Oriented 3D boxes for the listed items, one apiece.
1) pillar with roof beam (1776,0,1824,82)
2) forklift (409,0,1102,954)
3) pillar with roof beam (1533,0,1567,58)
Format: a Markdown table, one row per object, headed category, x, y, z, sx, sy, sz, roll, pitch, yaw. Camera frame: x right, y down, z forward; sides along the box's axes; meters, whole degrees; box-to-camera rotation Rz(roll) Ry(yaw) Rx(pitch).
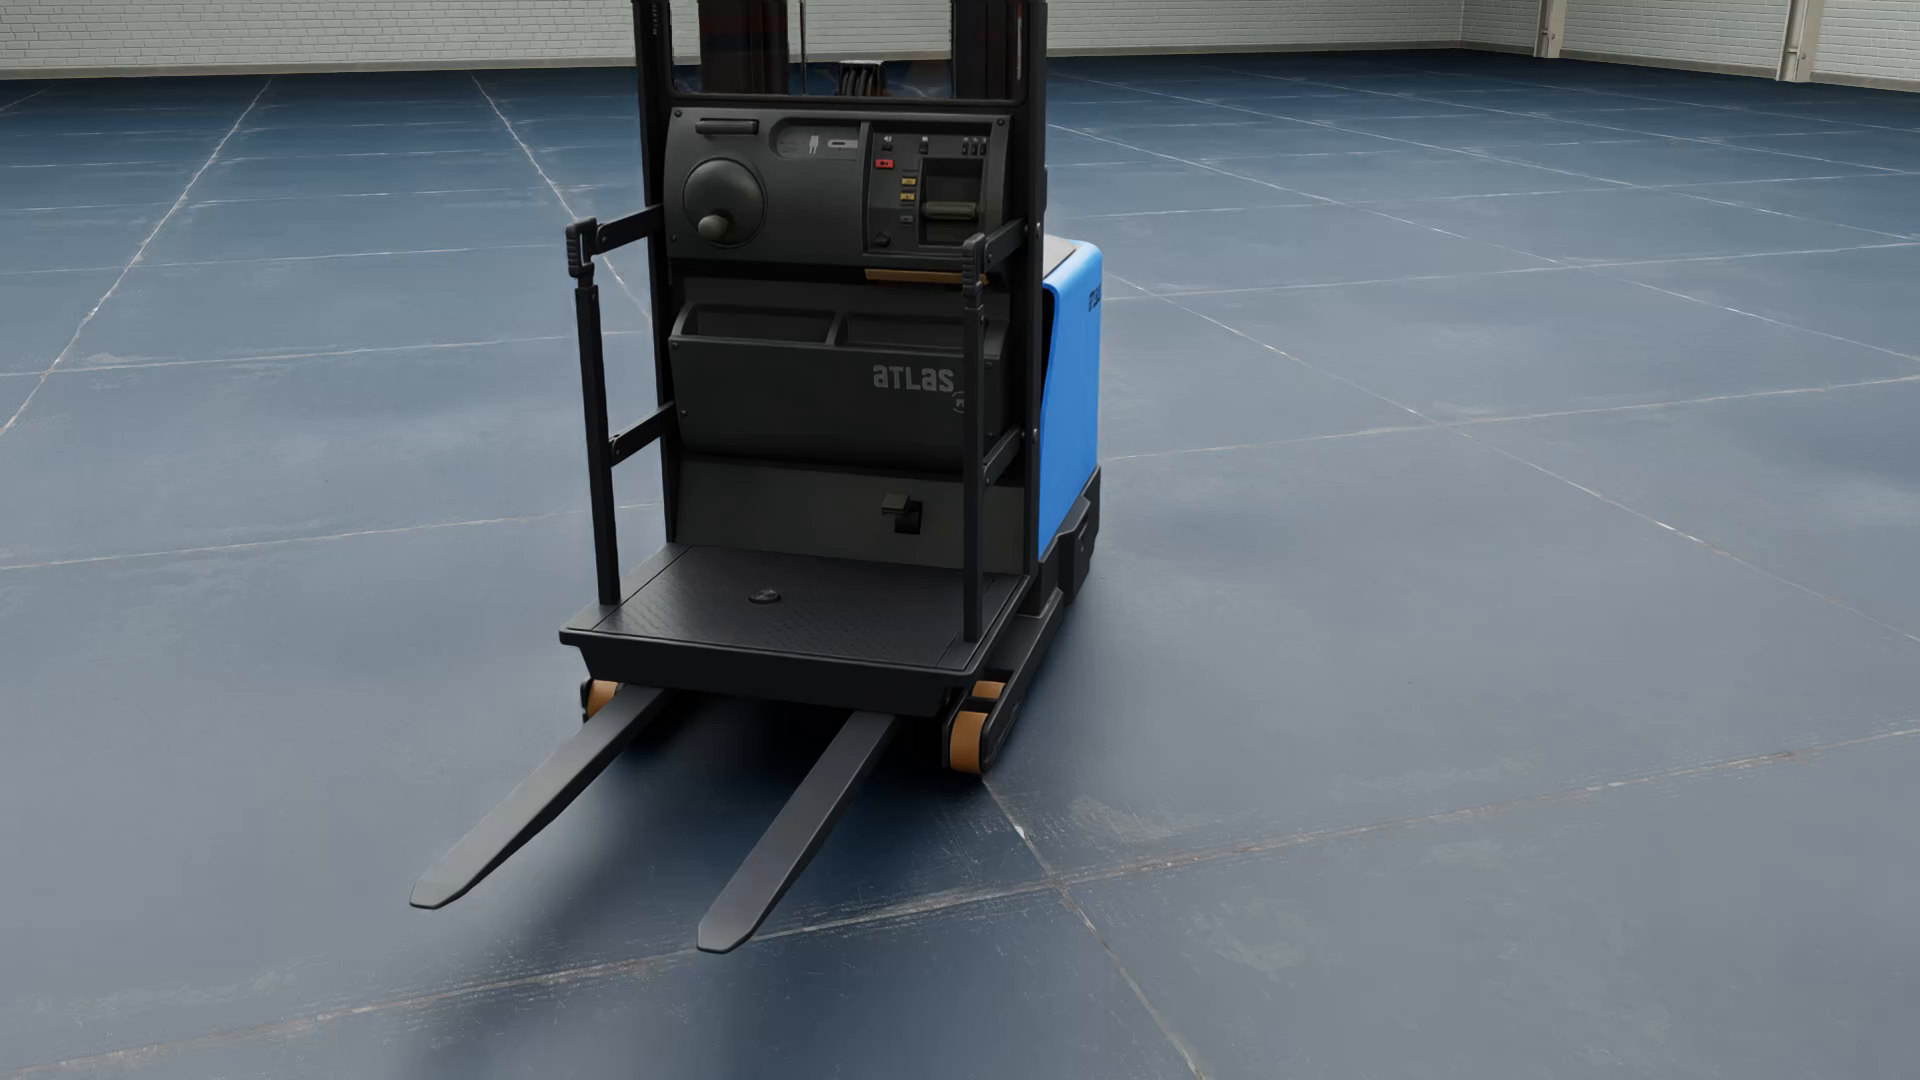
| category | x | y | z | sx | sy | sz | roll | pitch | yaw |
| --- | --- | --- | --- | --- | --- | --- | --- | --- | --- |
| pillar with roof beam | 8.692 | -10.815 | 22.715 | 9.100 | 9.000 | 0.400 | -6 | 21 | -17 |
| forklift | -0.381 | -0.922 | 4.148 | 1.130 | 2.935 | 3.031 | 5 | 20 | 14 |
| pillar with roof beam | 6.806 | -12.741 | 28.076 | 9.100 | 9.000 | 0.400 | -6 | 21 | -17 |
